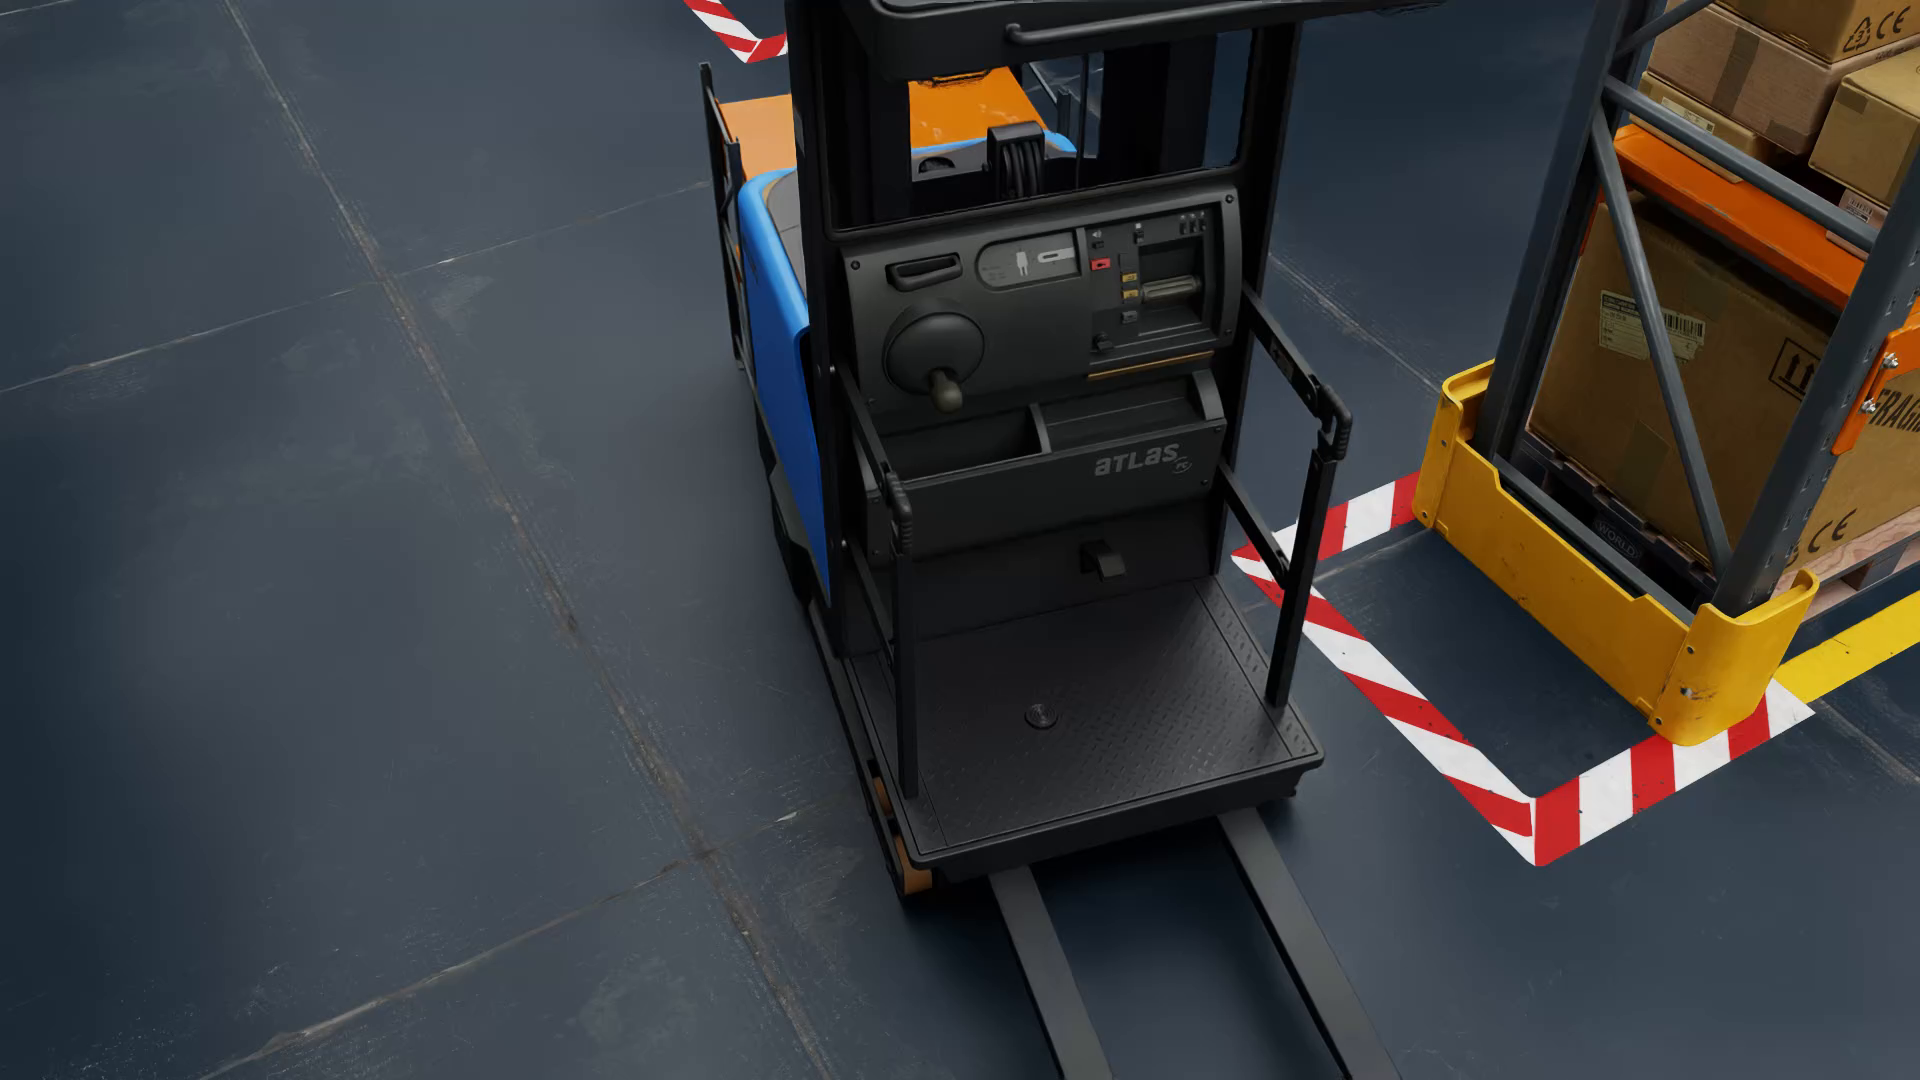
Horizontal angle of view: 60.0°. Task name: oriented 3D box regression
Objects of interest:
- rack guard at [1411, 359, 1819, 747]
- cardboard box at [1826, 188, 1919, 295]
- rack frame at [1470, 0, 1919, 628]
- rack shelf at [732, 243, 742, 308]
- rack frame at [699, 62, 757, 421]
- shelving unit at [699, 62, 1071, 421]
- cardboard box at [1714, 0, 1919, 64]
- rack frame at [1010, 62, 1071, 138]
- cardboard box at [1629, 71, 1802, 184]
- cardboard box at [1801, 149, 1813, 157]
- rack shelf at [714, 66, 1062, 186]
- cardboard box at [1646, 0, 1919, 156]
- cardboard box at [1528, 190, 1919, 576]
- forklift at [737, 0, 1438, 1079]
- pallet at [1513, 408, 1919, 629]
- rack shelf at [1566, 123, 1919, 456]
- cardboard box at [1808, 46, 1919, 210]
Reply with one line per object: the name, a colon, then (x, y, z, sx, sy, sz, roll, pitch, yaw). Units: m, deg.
rack guard: (1.868, 0.003, 4.888, 0.348, 0.500, 1.175, -22, 48, -21)
cardboard box: (2.361, -0.736, 4.035, 0.250, 0.149, 0.380, -21, 48, -21)
rack frame: (1.889, -0.902, 4.026, 0.127, 3.000, 1.000, -22, 48, -21)
rack shelf: (-0.237, -0.838, 5.657, 1.000, 0.278, 0.538, -12, 45, -12)
rack frame: (-0.724, -0.912, 5.382, 0.032, 1.125, 0.500, -12, 45, -12)
shelving unit: (-0.237, -1.014, 5.487, 1.048, 1.125, 0.538, -12, 45, -12)
cardboard box: (2.180, -1.552, 4.051, 0.500, 0.500, 0.500, -21, 48, -20)
rack frame: (0.250, -1.115, 5.591, 0.032, 1.125, 0.500, -12, 45, -12)
cardboard box: (2.034, -1.134, 4.445, 0.250, 0.149, 0.380, -21, 48, -20)
cardboard box: (2.258, -1.225, 4.539, 0.250, 0.149, 0.380, -21, 48, -21)
rack shelf: (-0.237, -1.224, 5.283, 1.000, 0.278, 0.538, -12, 45, -12)
cardboard box: (2.177, -1.283, 4.313, 0.500, 0.250, 0.500, -23, 48, -22)
cardboard box: (2.404, -0.561, 4.898, 0.875, 0.875, 0.875, -22, 48, -21)
forklift: (0.266, -0.455, 3.614, 1.130, 2.935, 3.031, -12, 45, -12)
pallet: (2.543, -0.226, 5.331, 1.213, 0.211, 1.003, -22, 48, -21)
rack shelf: (3.623, -1.338, 4.991, 4.000, 0.370, 1.077, -22, 48, -21)
cardboard box: (2.440, -0.958, 3.978, 0.500, 0.250, 0.500, -23, 49, -22)
